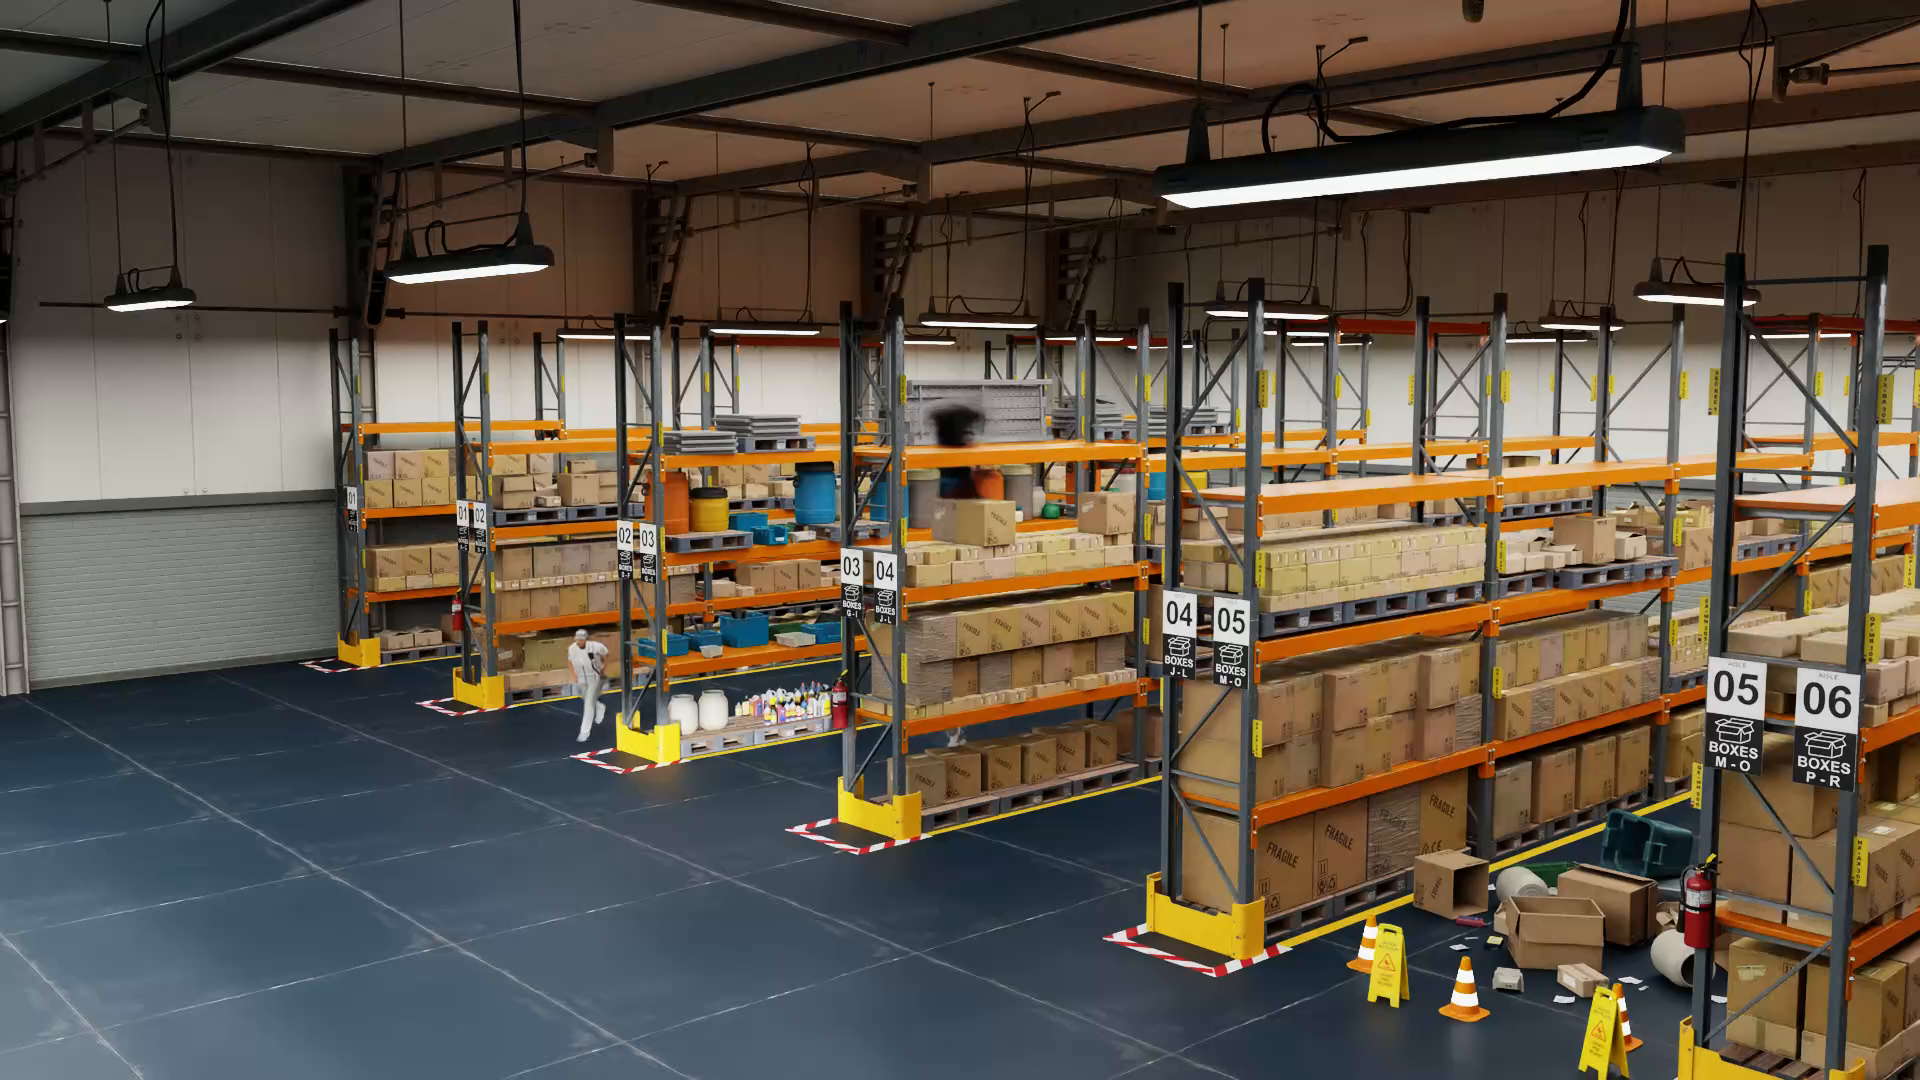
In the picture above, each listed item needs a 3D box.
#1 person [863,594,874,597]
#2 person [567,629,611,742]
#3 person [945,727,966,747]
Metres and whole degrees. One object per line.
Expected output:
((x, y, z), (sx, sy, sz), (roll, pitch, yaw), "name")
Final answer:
((-1.853, 0.782, 35.805), (0.719, 1.712, 0.706), (4, 7, 32), "person")
((-5.290, 2.039, 23.889), (0.627, 1.631, 0.999), (1, 6, 8), "person")
((-0.148, 2.089, 22.792), (0.776, 1.620, 0.574), (-5, 8, -44), "person")
